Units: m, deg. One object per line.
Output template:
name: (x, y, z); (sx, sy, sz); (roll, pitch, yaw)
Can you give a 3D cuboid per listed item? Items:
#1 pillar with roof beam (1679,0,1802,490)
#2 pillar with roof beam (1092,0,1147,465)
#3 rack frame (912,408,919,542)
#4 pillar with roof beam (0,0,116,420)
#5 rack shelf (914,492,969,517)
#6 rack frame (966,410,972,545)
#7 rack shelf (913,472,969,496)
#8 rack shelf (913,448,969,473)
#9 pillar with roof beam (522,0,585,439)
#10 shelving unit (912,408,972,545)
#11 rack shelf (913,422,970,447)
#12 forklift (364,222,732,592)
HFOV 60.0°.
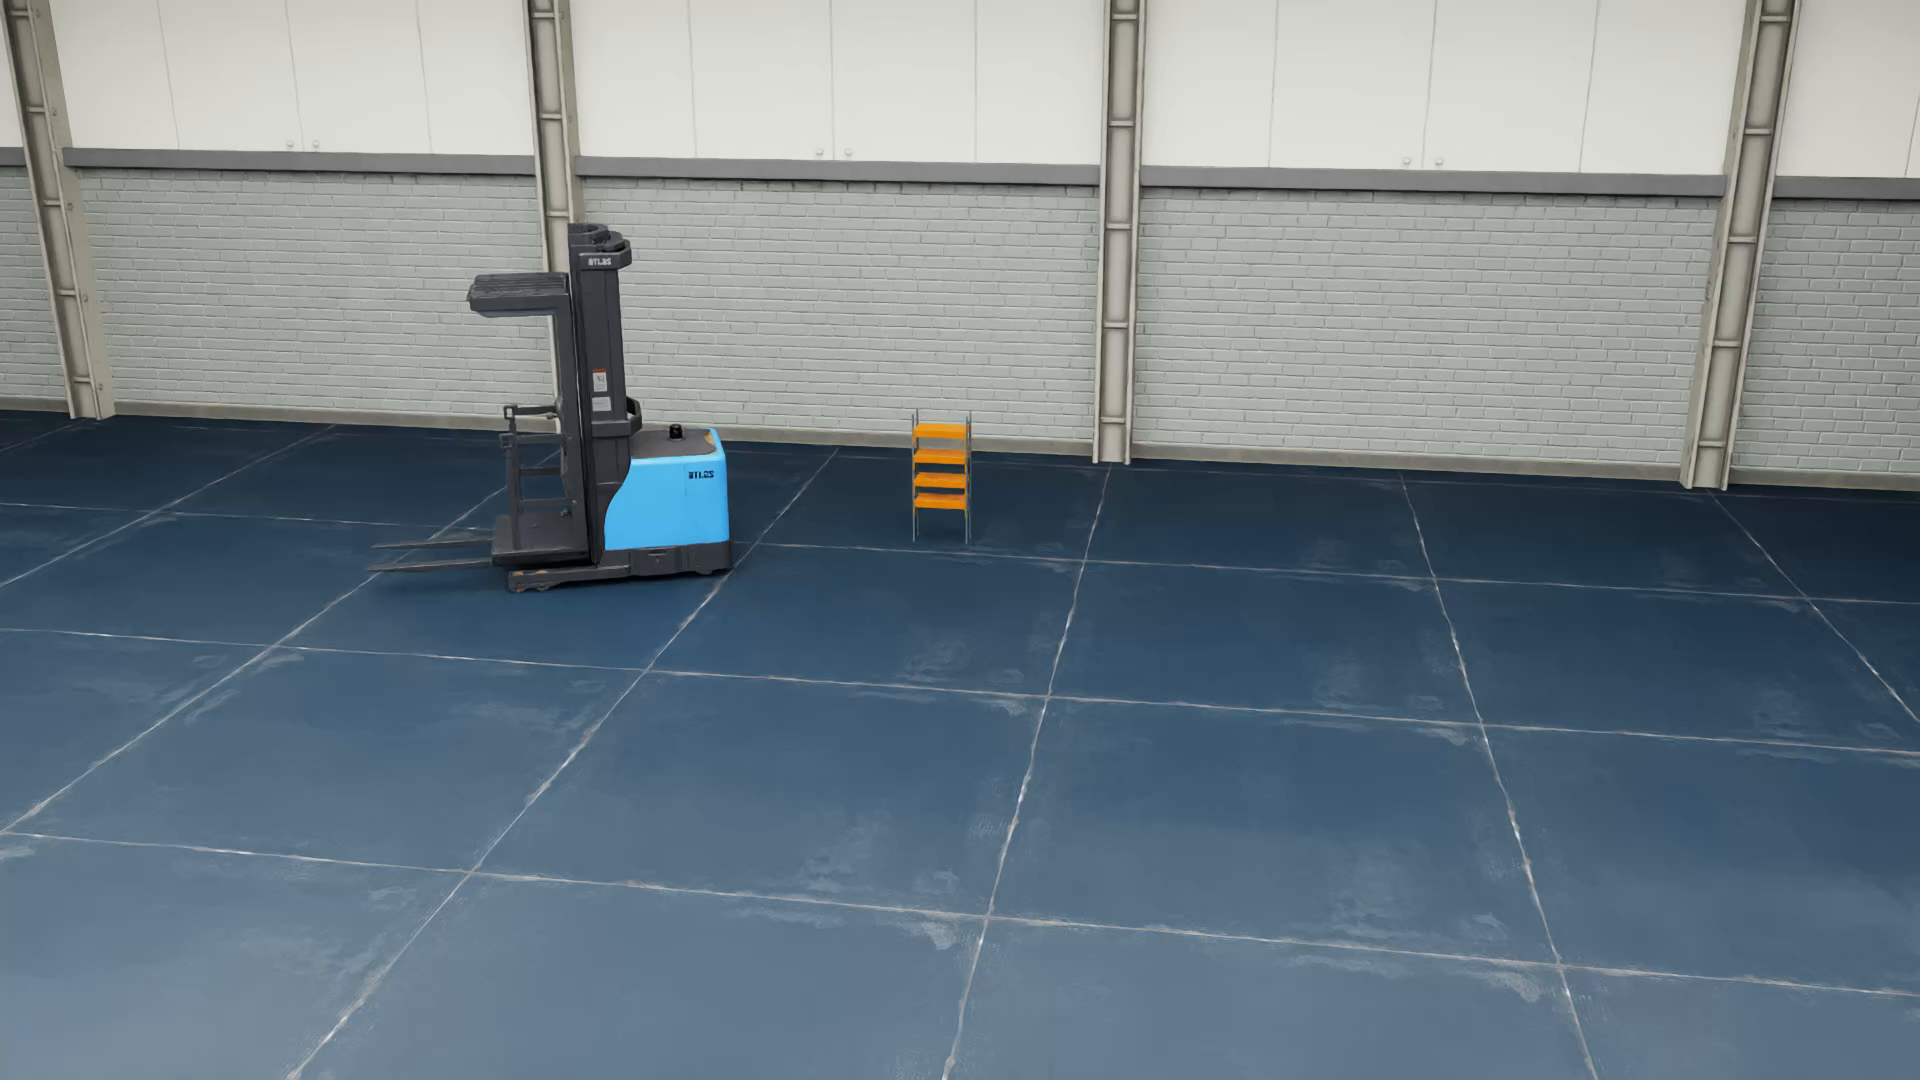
pillar with roof beam: (6.871, -3.476, 11.456); (0.400, 9.000, 9.100); (3, 19, 9)
pillar with roof beam: (0.947, -3.778, 12.358); (0.400, 9.000, 9.100); (3, 19, 9)
rack frame: (-0.404, -0.590, 15.121); (0.015, 1.200, 0.240); (3, 19, 9)
pillar with roof beam: (-10.901, -4.382, 14.163); (0.400, 9.000, 9.100); (3, 19, 9)
rack shelf: (-0.163, -0.325, 15.169); (0.480, 0.148, 0.258); (3, 19, 9)
rack frame: (0.077, -0.565, 15.048); (0.015, 1.200, 0.240); (3, 19, 9)
rack shelf: (-0.163, -0.514, 15.106); (0.480, 0.148, 0.258); (3, 19, 9)
rack shelf: (-0.163, -0.726, 15.035); (0.480, 0.148, 0.258); (3, 19, 9)
pillar with roof beam: (-4.977, -4.080, 13.261); (0.400, 9.000, 9.100); (3, 19, 9)
shelving unit: (-0.163, -0.577, 15.084); (0.503, 1.200, 0.258); (3, 19, 9)
rack shelf: (-0.163, -0.950, 14.960); (0.480, 0.148, 0.258); (3, 19, 9)
forklift: (-3.542, -1.137, 14.030); (3.031, 2.935, 1.130); (-4, 19, -12)
